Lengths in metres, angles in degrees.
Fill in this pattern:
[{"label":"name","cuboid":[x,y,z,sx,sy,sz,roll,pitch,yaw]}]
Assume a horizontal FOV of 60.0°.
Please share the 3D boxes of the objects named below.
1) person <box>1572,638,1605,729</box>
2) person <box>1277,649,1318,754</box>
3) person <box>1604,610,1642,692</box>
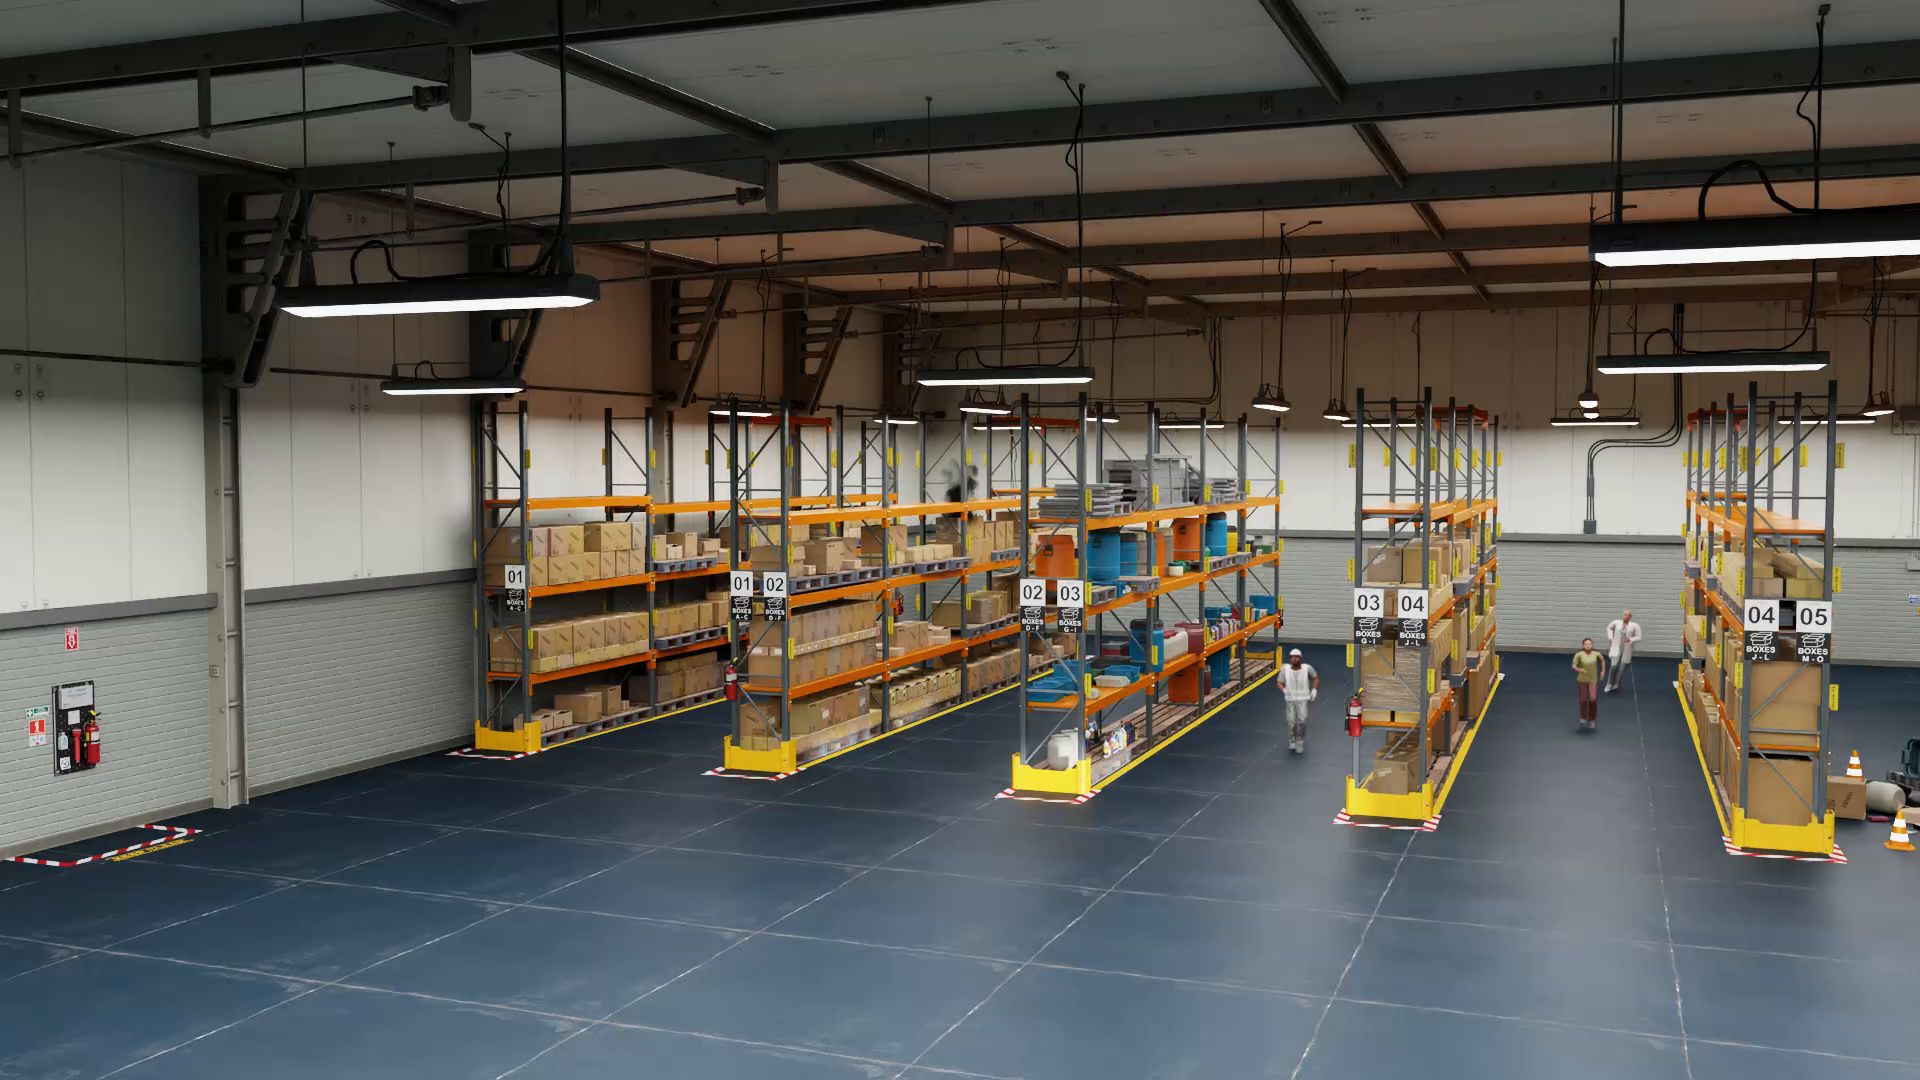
[{"label":"person","cuboid":[11.710,2.677,30.993,0.592,1.719,0.694,1,3,18]},{"label":"person","cuboid":[5.732,2.745,28.307,0.682,1.776,0.666,1,3,17]},{"label":"person","cuboid":[14.249,2.394,35.718,0.728,1.796,0.743,1,3,21]}]
